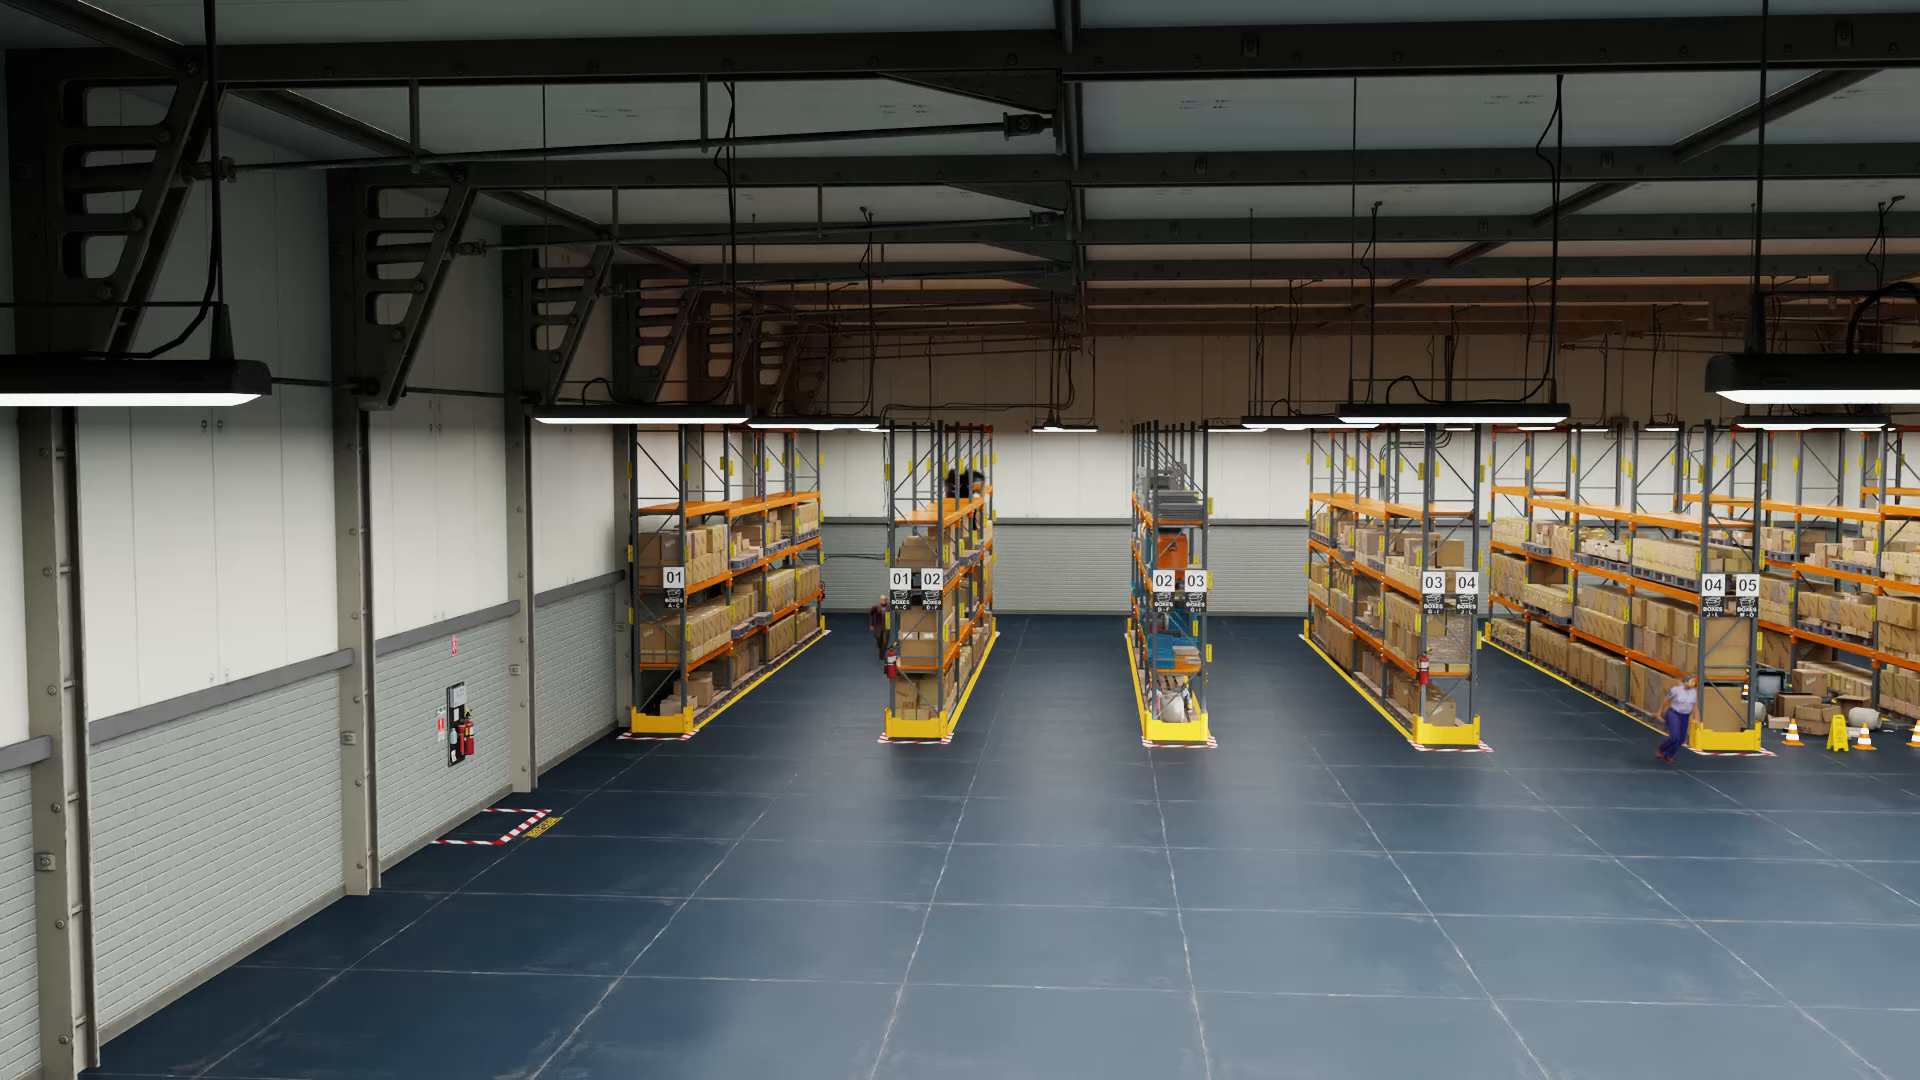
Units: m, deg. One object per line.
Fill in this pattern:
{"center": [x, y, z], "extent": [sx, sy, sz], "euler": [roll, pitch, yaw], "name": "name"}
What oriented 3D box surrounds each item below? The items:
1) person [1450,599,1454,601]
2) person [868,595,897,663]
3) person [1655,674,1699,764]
{"center": [13.624, 2.021, 46.870], "extent": [0.631, 1.526, 0.539], "euler": [2, 4, 35], "name": "person"}
{"center": [-1.943, 2.228, 41.802], "extent": [0.717, 1.714, 0.708], "euler": [0, 4, -7], "name": "person"}
{"center": [12.460, 3.101, 28.888], "extent": [0.638, 1.597, 0.552], "euler": [-1, 4, -19], "name": "person"}
